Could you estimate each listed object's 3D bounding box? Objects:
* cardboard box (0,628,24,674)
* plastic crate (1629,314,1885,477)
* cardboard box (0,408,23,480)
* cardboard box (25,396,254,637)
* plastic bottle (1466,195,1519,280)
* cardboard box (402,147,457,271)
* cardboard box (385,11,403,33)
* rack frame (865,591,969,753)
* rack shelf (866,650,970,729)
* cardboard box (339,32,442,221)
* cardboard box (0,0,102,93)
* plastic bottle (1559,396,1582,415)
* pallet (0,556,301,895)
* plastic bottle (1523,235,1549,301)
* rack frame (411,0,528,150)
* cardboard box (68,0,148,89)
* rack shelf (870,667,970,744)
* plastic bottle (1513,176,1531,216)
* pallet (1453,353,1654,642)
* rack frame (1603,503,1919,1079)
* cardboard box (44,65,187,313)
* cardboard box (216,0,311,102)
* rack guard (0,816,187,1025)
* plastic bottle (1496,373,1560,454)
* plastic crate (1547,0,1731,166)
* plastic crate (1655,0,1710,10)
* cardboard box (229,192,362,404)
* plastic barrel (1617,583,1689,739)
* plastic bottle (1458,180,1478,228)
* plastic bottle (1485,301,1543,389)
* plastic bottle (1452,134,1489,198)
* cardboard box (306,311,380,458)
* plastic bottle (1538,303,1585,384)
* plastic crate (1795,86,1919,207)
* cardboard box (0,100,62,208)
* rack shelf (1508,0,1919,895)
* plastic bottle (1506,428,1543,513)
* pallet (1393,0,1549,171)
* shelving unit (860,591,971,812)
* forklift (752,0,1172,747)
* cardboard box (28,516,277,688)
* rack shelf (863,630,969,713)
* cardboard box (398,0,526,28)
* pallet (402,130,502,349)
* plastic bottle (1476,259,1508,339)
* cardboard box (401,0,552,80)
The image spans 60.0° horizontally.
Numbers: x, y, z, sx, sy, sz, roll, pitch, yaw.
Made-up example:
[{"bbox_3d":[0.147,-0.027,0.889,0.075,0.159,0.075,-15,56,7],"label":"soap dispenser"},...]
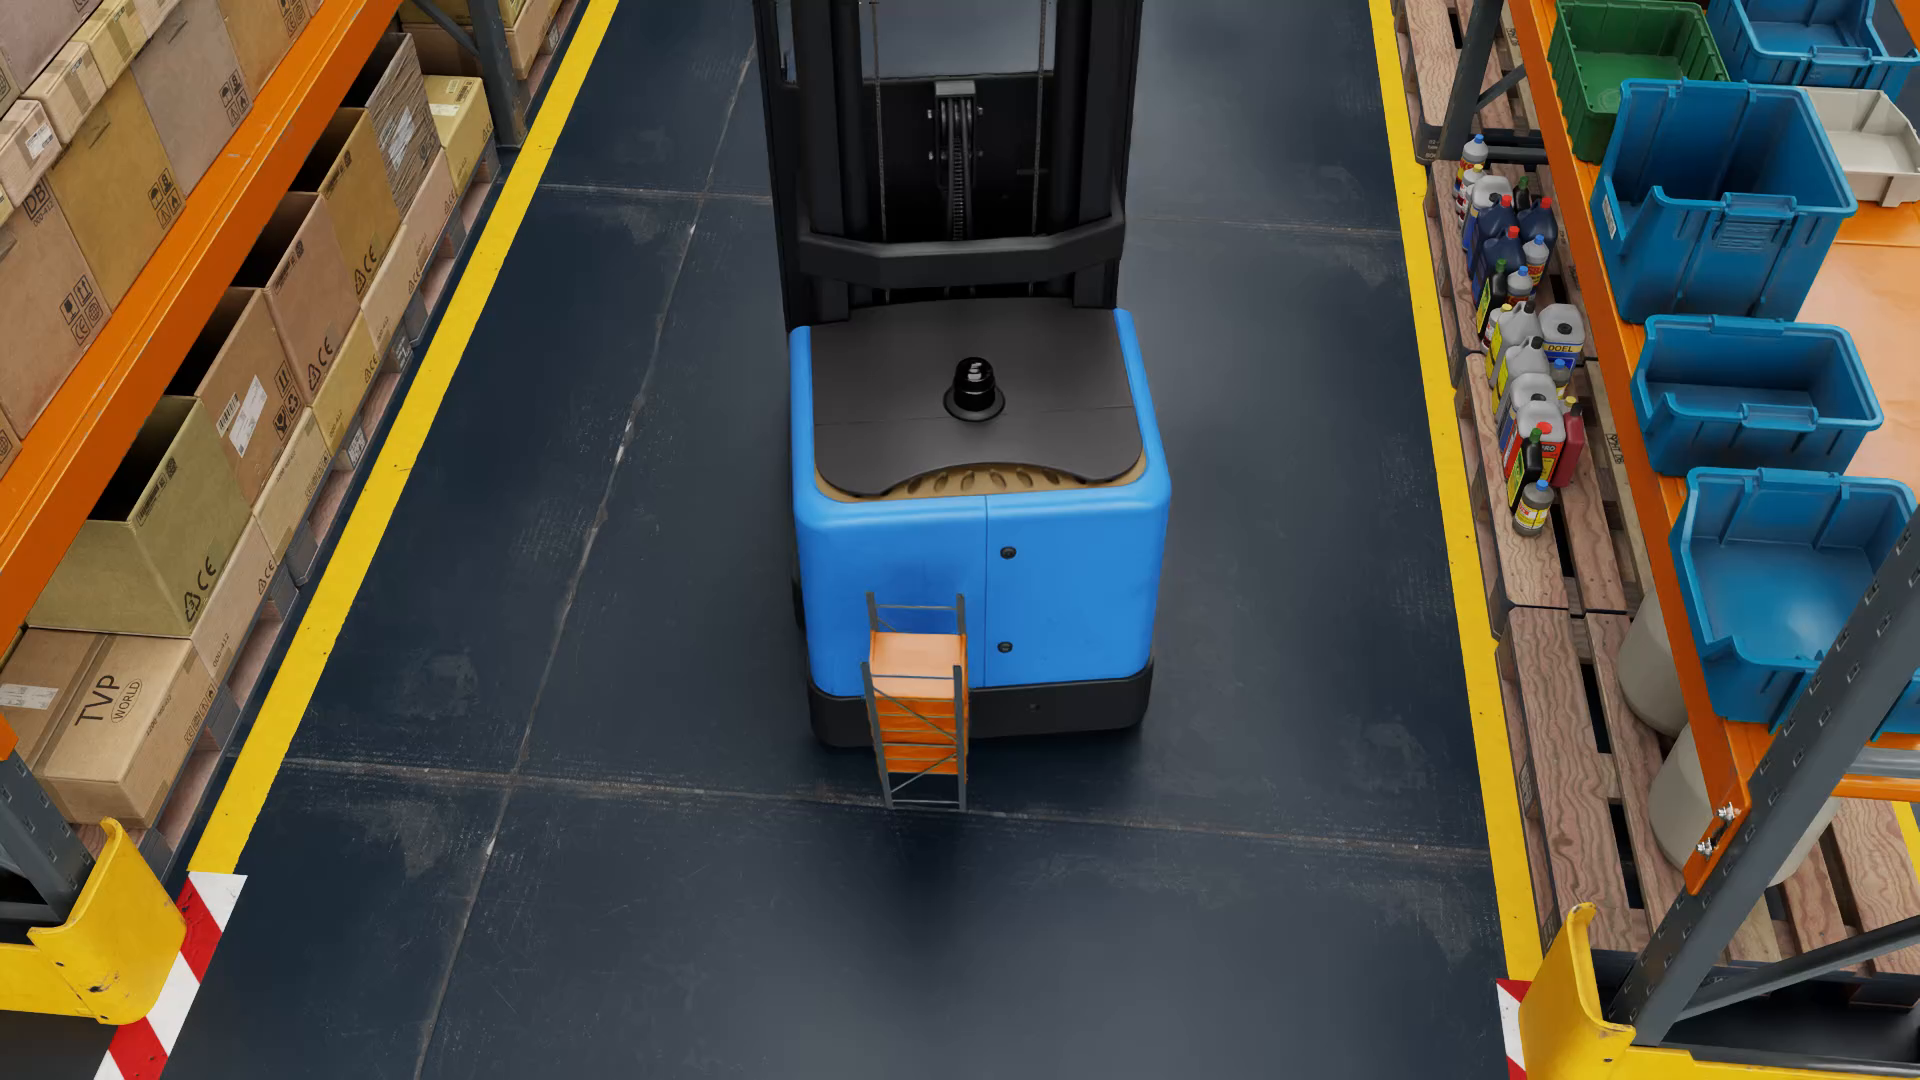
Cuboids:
[{"bbox_3d":[-3.035,0.504,4.835,0.500,0.250,0.500,4,48,4],"label":"cardboard box"},{"bbox_3d":[1.955,-0.347,4.135,0.499,0.251,0.408,4,48,4],"label":"plastic crate"},{"bbox_3d":[-2.734,-0.244,3.873,0.700,0.500,0.500,4,48,4],"label":"cardboard box"},{"bbox_3d":[-2.475,-0.082,4.862,0.500,0.500,0.500,4,48,4],"label":"cardboard box"},{"bbox_3d":[2.021,-1.161,6.276,0.144,0.351,0.185,5,48,5],"label":"plastic bottle"},{"bbox_3d":[-2.305,-1.299,6.484,0.500,0.250,0.500,4,48,4],"label":"cardboard box"},{"bbox_3d":[-2.676,-2.345,7.441,0.500,0.250,0.500,3,48,3],"label":"cardboard box"},{"bbox_3d":[-0.101,0.387,4.544,0.240,1.200,0.006,2,65,2],"label":"rack frame"},{"bbox_3d":[-0.107,0.385,4.328,0.258,0.103,0.180,2,65,2],"label":"rack shelf"},{"bbox_3d":[-2.307,-1.552,6.208,0.500,0.500,0.500,4,48,4],"label":"cardboard box"},{"bbox_3d":[-2.642,-1.478,4.122,0.700,0.500,0.500,4,48,4],"label":"cardboard box"},{"bbox_3d":[2.063,-0.406,5.687,0.097,0.201,0.097,0,48,0],"label":"plastic bottle"},{"bbox_3d":[-2.762,0.508,5.142,1.003,0.211,1.213,4,48,4],"label":"pallet"},{"bbox_3d":[2.128,-1.019,6.200,0.097,0.271,0.097,0,48,0],"label":"plastic bottle"},{"bbox_3d":[-2.425,-2.807,6.285,1.000,3.000,0.127,4,48,4],"label":"rack frame"},{"bbox_3d":[-2.424,-1.341,4.437,0.380,0.149,0.250,3,48,3],"label":"cardboard box"},{"bbox_3d":[-0.106,0.437,4.436,0.258,0.103,0.180,2,65,2],"label":"rack shelf"},{"bbox_3d":[2.146,-1.253,6.405,0.061,0.283,0.133,4,48,4],"label":"plastic bottle"},{"bbox_3d":[2.296,-0.141,5.736,1.003,0.211,1.213,4,48,4],"label":"pallet"},{"bbox_3d":[2.143,0.468,3.289,1.000,3.000,0.127,4,48,4],"label":"rack frame"},{"bbox_3d":[-2.640,-0.995,4.559,0.700,0.500,0.500,4,48,4],"label":"cardboard box"},{"bbox_3d":[-2.550,-1.758,5.258,0.700,0.500,0.500,5,48,4],"label":"cardboard box"},{"bbox_3d":[-2.792,0.993,4.503,1.175,0.500,0.348,4,48,4],"label":"rack guard"},{"bbox_3d":[1.937,-0.426,5.654,0.152,0.276,0.135,3,48,2],"label":"plastic bottle"},{"bbox_3d":[2.103,-1.422,5.161,0.450,0.188,0.662,4,48,4],"label":"plastic crate"},{"bbox_3d":[2.333,-2.075,5.657,0.767,0.338,0.504,4,48,4],"label":"plastic crate"},{"bbox_3d":[-2.380,-0.816,5.534,0.500,0.500,0.500,4,48,4],"label":"cardboard box"},{"bbox_3d":[2.172,0.309,4.836,0.421,0.512,0.421,0,48,0],"label":"plastic barrel"},{"bbox_3d":[2.023,-1.322,6.524,0.097,0.201,0.097,0,48,0],"label":"plastic bottle"},{"bbox_3d":[1.965,-0.710,5.863,0.144,0.351,0.185,4,48,3],"label":"plastic bottle"},{"bbox_3d":[2.042,-1.495,6.635,0.097,0.271,0.097,0,48,0],"label":"plastic bottle"},{"bbox_3d":[-2.381,-0.563,5.811,0.500,0.250,0.500,4,48,4],"label":"cardboard box"},{"bbox_3d":[2.114,-0.693,5.899,0.152,0.276,0.135,4,48,4],"label":"plastic bottle"},{"bbox_3d":[2.612,-1.172,4.968,0.530,0.136,0.437,4,48,4],"label":"plastic crate"},{"bbox_3d":[-2.469,-0.957,4.085,0.380,0.149,0.250,3,48,3],"label":"cardboard box"},{"bbox_3d":[2.325,-0.759,4.899,1.077,0.370,4.000,4,48,4],"label":"rack shelf"},{"bbox_3d":[1.866,-0.230,5.470,0.061,0.283,0.133,5,48,4],"label":"plastic bottle"},{"bbox_3d":[2.540,-2.110,7.537,1.003,0.211,1.213,4,48,4],"label":"pallet"},{"bbox_3d":[-0.105,0.470,4.504,0.258,1.200,0.189,2,65,2],"label":"shelving unit"},{"bbox_3d":[-0.054,-1.448,5.088,1.130,2.935,3.031,-4,48,-3],"label":"forklift"},{"bbox_3d":[-2.477,0.171,5.139,0.500,0.250,0.500,4,48,4],"label":"cardboard box"},{"bbox_3d":[-0.109,0.334,4.220,0.258,0.103,0.180,2,65,2],"label":"rack shelf"},{"bbox_3d":[-2.139,-2.497,7.200,0.500,0.311,0.500,4,48,4],"label":"cardboard box"},{"bbox_3d":[-2.539,-1.285,6.782,1.003,0.211,1.213,4,48,4],"label":"pallet"},{"bbox_3d":[1.947,-0.881,6.066,0.061,0.283,0.133,6,48,5],"label":"plastic bottle"},{"bbox_3d":[-2.141,-2.301,7.401,0.500,0.250,0.500,3,48,3],"label":"cardboard box"}]
